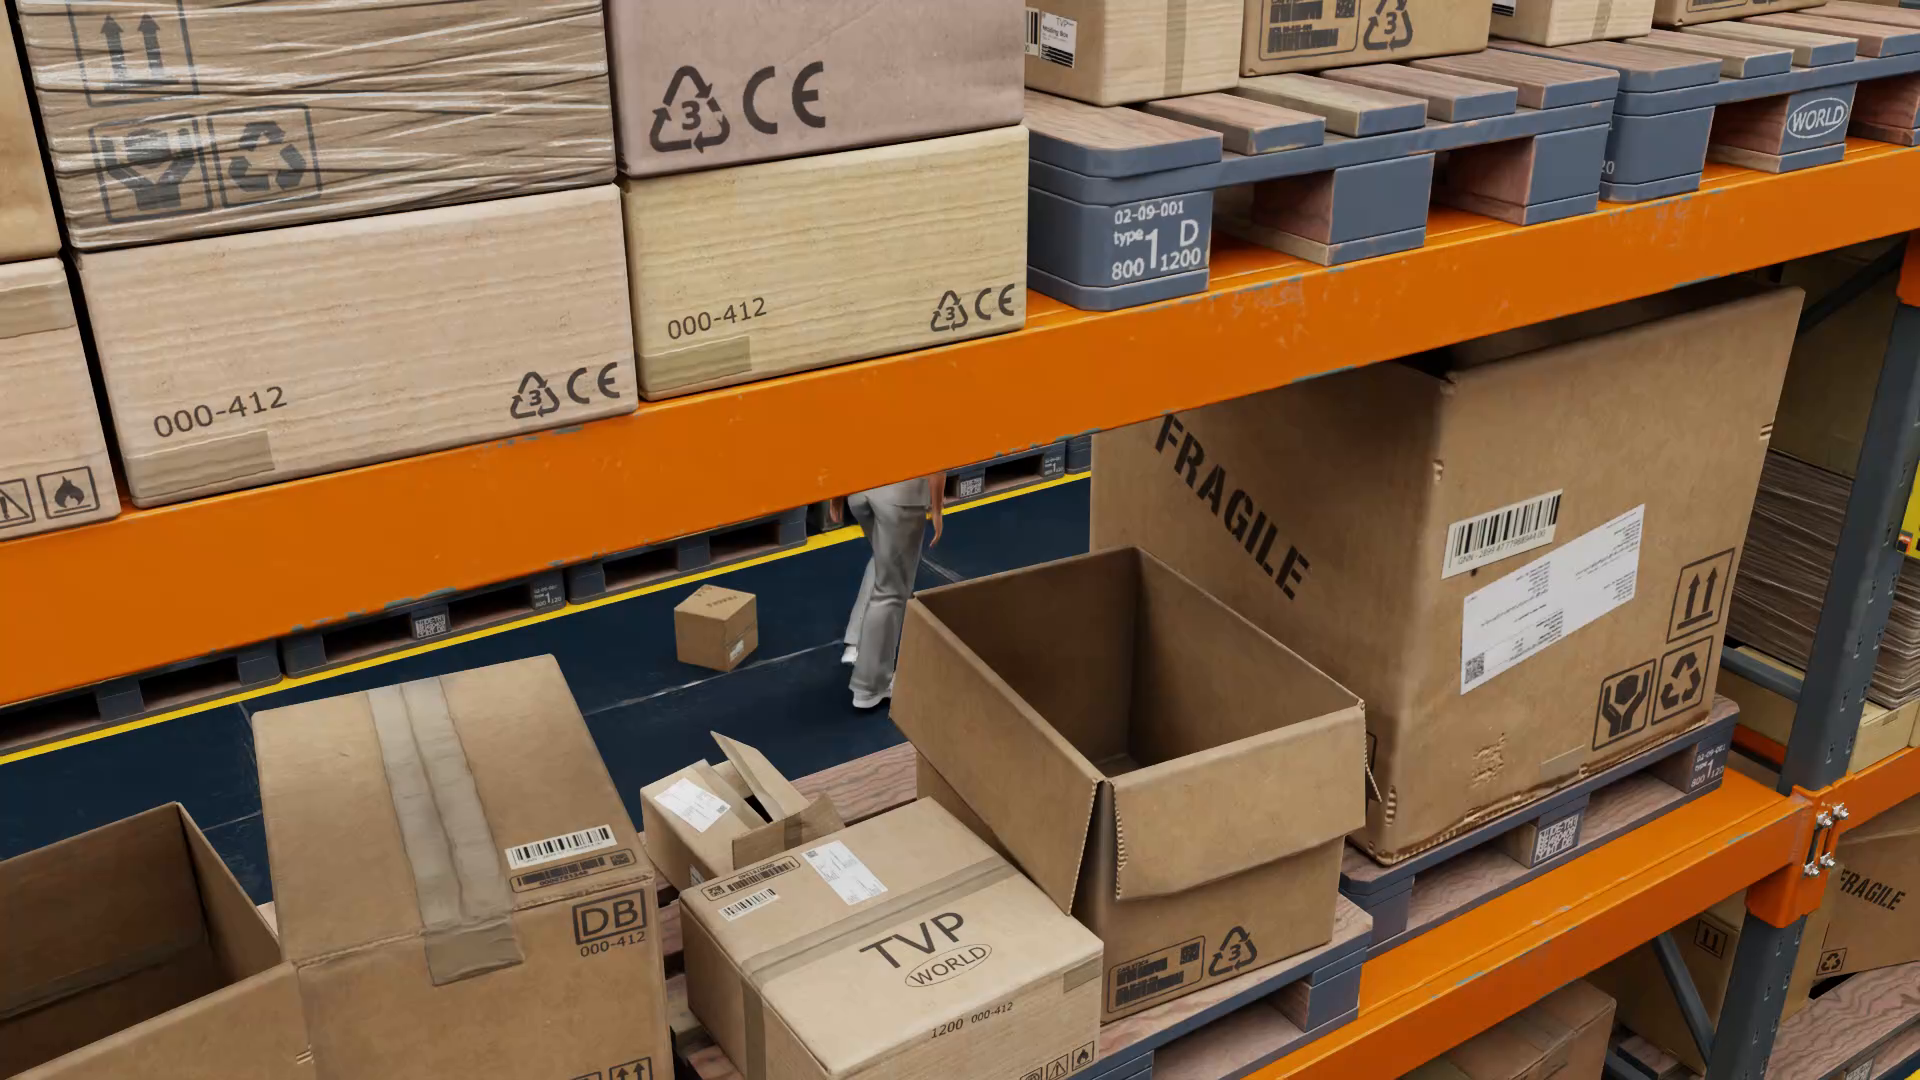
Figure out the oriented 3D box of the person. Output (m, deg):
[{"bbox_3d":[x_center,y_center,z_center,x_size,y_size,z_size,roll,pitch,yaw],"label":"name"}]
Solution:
[{"bbox_3d":[-0.262,-0.151,6.401,0.493,1.656,0.479,18,31,33],"label":"person"}]
